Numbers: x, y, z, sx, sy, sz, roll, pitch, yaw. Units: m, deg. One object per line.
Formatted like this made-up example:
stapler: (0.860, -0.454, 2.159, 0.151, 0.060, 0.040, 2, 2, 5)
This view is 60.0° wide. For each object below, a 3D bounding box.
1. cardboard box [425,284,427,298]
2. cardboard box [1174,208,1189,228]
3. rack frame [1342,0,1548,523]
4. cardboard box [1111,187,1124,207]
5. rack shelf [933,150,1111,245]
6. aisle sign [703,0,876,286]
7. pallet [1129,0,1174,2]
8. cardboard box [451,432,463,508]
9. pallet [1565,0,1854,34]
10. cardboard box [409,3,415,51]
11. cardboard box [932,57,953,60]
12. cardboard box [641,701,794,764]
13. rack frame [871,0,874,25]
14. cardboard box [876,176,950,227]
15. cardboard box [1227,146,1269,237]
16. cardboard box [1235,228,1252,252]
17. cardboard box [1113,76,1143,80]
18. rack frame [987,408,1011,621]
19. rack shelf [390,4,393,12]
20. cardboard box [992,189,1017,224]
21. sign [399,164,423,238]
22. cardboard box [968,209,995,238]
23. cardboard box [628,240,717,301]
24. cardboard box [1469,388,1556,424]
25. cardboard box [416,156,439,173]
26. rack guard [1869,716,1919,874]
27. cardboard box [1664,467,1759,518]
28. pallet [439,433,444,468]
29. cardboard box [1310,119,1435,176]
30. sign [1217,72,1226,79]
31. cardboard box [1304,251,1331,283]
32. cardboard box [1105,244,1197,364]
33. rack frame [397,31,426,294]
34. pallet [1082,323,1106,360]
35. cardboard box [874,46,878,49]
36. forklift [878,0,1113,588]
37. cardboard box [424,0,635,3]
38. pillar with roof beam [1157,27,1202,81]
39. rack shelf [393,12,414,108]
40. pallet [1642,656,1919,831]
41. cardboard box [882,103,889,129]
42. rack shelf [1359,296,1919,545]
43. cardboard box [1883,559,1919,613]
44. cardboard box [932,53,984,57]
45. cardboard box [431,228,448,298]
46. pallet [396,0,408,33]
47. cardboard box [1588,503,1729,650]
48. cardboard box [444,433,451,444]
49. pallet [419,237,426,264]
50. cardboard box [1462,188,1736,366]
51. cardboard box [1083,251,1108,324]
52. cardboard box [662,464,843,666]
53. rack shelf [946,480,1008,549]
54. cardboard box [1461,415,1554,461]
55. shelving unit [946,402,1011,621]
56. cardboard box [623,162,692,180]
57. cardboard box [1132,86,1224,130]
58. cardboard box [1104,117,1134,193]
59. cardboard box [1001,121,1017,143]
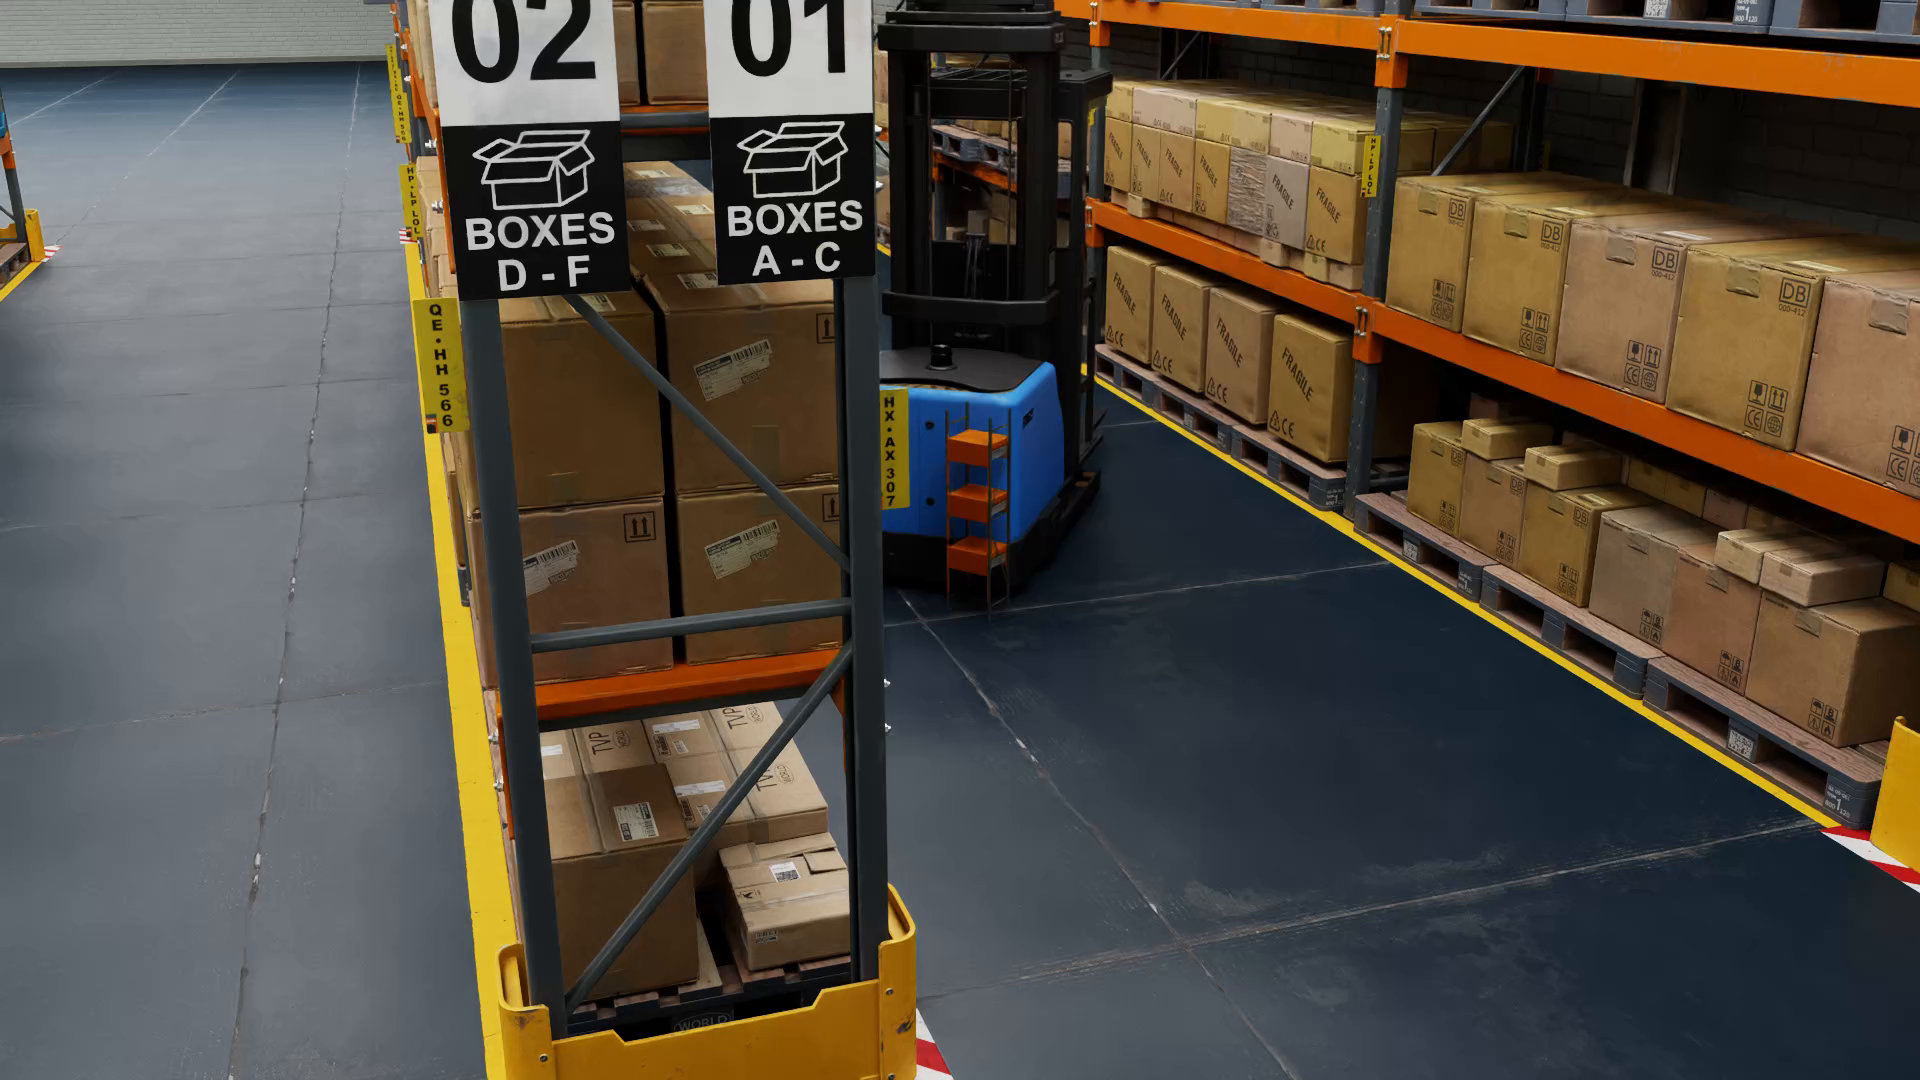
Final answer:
cardboard box: (-4.252, -2.040, 14.105, 0.500, 0.250, 0.500, -7, 21, -19)
cardboard box: (1.734, -2.301, 11.727, 0.380, 0.149, 0.250, -6, 21, -16)
rack frame: (2.747, -1.583, 9.385, 1.000, 3.000, 0.127, -6, 21, -17)
cardboard box: (1.374, -2.627, 12.635, 0.380, 0.149, 0.250, -7, 21, -18)
rack shelf: (0.861, -3.169, 14.867, 1.077, 0.370, 4.000, -6, 21, -17)
aisle sign: (-0.397, -1.004, 3.929, 0.394, 0.787, 0.004, -6, 21, -17)
pallet: (1.743, -3.988, 11.924, 1.213, 0.211, 1.003, -5, 20, -15)
cardboard box: (-1.572, -0.422, 6.005, 0.500, 0.500, 0.500, -7, 21, -18)
pallet: (3.374, -2.298, 7.071, 1.003, 0.211, 1.213, -6, 21, -17)
cardboard box: (-1.727, -1.892, 6.032, 0.500, 0.250, 0.500, -6, 21, -17)
cardboard box: (-0.372, -4.720, 17.203, 0.500, 0.500, 0.500, -7, 21, -18)
cardboard box: (-0.913, 0.790, 6.196, 0.500, 0.250, 0.500, -6, 21, -17)
rack frame: (-0.697, -2.595, 3.329, 1.000, 3.000, 0.127, -6, 21, -17)
cardboard box: (-0.530, -3.809, 18.630, 0.700, 0.500, 0.500, -8, 21, -21)
cardboard box: (2.043, -2.225, 10.557, 0.500, 0.500, 0.500, -6, 21, -17)
cardboard box: (2.015, -1.964, 10.790, 0.380, 0.149, 0.250, -7, 21, -19)
cardboard box: (1.238, -3.635, 13.340, 0.380, 0.149, 0.250, -10, 22, -26)
rack frame: (0.194, -0.117, 8.190, 0.008, 1.050, 0.200, 12, 23, 30)
rack shelf: (-5.097, -5.337, 16.465, 1.077, 0.370, 4.000, -6, 21, -17)
cardboard box: (0.622, -3.158, 15.709, 0.500, 0.250, 0.500, -7, 21, -18)
sign: (-2.480, -1.540, 7.553, 0.100, 0.325, 0.005, -6, 21, -17)
cardboard box: (0.480, -2.946, 16.228, 0.700, 0.500, 0.500, -6, 21, -15)
cardboard box: (-0.758, -0.626, 5.096, 0.500, 0.500, 0.500, -6, 21, -17)
cardboard box: (3.028, -0.726, 9.117, 0.380, 0.149, 0.250, -7, 21, -18)
cardboard box: (-2.073, -1.392, 7.226, 0.500, 0.500, 0.500, -6, 21, -16)
rack guard: (4.012, 0.885, 6.212, 1.175, 0.500, 0.348, -6, 21, -17)
cardboard box: (3.519, -0.227, 7.729, 0.380, 0.149, 0.250, -6, 21, -17)
pallet: (-3.013, -0.783, 11.283, 1.003, 0.211, 1.213, -6, 21, -17)
cardboard box: (2.358, -2.255, 9.529, 0.500, 0.250, 0.500, -6, 21, -16)
sign: (2.016, -3.471, 12.930, 0.100, 0.325, 0.005, -6, 21, -17)
cardboard box: (2.270, -1.631, 9.861, 0.380, 0.149, 0.250, -6, 21, -16)
cardboard box: (1.597, -1.802, 12.555, 0.750, 0.750, 0.750, -7, 21, -18)
rack frame: (-4.469, -3.622, 15.064, 1.000, 3.000, 0.127, -6, 21, -17)
pallet: (1.246, -1.805, 14.129, 1.003, 0.211, 1.213, -6, 21, -17)
cardboard box: (-1.014, -5.380, 19.042, 0.500, 0.500, 0.500, -6, 21, -17)
forklift: (0.227, -1.599, 9.533, 1.130, 2.935, 3.031, 6, 21, 16)
cardboard box: (-1.100, -1.486, 4.160, 0.500, 0.250, 0.500, -6, 21, -17)
pillar with roof beam: (-2.184, -5.741, 12.089, 9.100, 9.000, 0.400, -6, 21, -17)
rack shelf: (-2.583, -2.770, 9.318, 1.077, 0.370, 4.000, -6, 21, -17)
pallet: (3.679, 0.765, 6.974, 1.003, 0.211, 1.213, -6, 21, -17)
cardboard box: (-0.525, -4.529, 17.780, 0.500, 0.250, 0.500, -7, 21, -18)
rack shelf: (3.376, -0.602, 7.720, 1.077, 0.370, 4.000, -6, 21, -17)
cardboard box: (3.919, 0.179, 6.597, 0.380, 0.149, 0.250, -6, 21, -17)
cardboard box: (-0.027, -4.941, 17.820, 0.500, 0.500, 0.500, -6, 21, -16)
cardboard box: (-1.425, -0.731, 5.386, 0.500, 0.500, 0.500, -6, 21, -16)
pallet: (-2.093, -2.595, 8.045, 1.213, 0.211, 1.003, -6, 21, -17)
cardboard box: (3.374, 0.144, 7.655, 0.700, 0.500, 0.500, -7, 21, -19)
cardboard box: (-2.529, -0.373, 9.065, 0.500, 0.500, 0.500, -6, 21, -17)
pallet: (-2.932, -2.038, 10.938, 1.213, 0.211, 1.003, -6, 21, -17)
cardboard box: (3.127, -1.313, 8.191, 0.980, 0.700, 0.700, -7, 21, -19)
cardboard box: (1.214, -2.122, 13.935, 0.700, 0.500, 0.500, -6, 21, -16)
cardboard box: (-0.586, 0.011, 4.800, 0.500, 0.500, 0.500, -6, 21, -16)
rack shelf: (0.091, -0.129, 8.255, 0.240, 0.259, 0.215, 12, 23, 30)
cardboard box: (2.819, -0.529, 8.569, 0.380, 0.149, 0.250, -6, 21, -15)
shelving unit: (0.091, -0.139, 8.252, 0.252, 1.050, 0.215, 12, 23, 30)
cardboard box: (-1.386, -1.274, 6.898, 0.500, 0.500, 0.500, -7, 21, -18)
cardboard box: (1.558, -3.070, 11.800, 0.500, 0.250, 0.500, -7, 21, -18)
cardboard box: (1.400, -2.880, 12.379, 0.500, 0.500, 0.500, -6, 21, -16)
cardboard box: (0.766, -3.849, 14.896, 0.700, 0.500, 0.500, -4, 20, -10)
